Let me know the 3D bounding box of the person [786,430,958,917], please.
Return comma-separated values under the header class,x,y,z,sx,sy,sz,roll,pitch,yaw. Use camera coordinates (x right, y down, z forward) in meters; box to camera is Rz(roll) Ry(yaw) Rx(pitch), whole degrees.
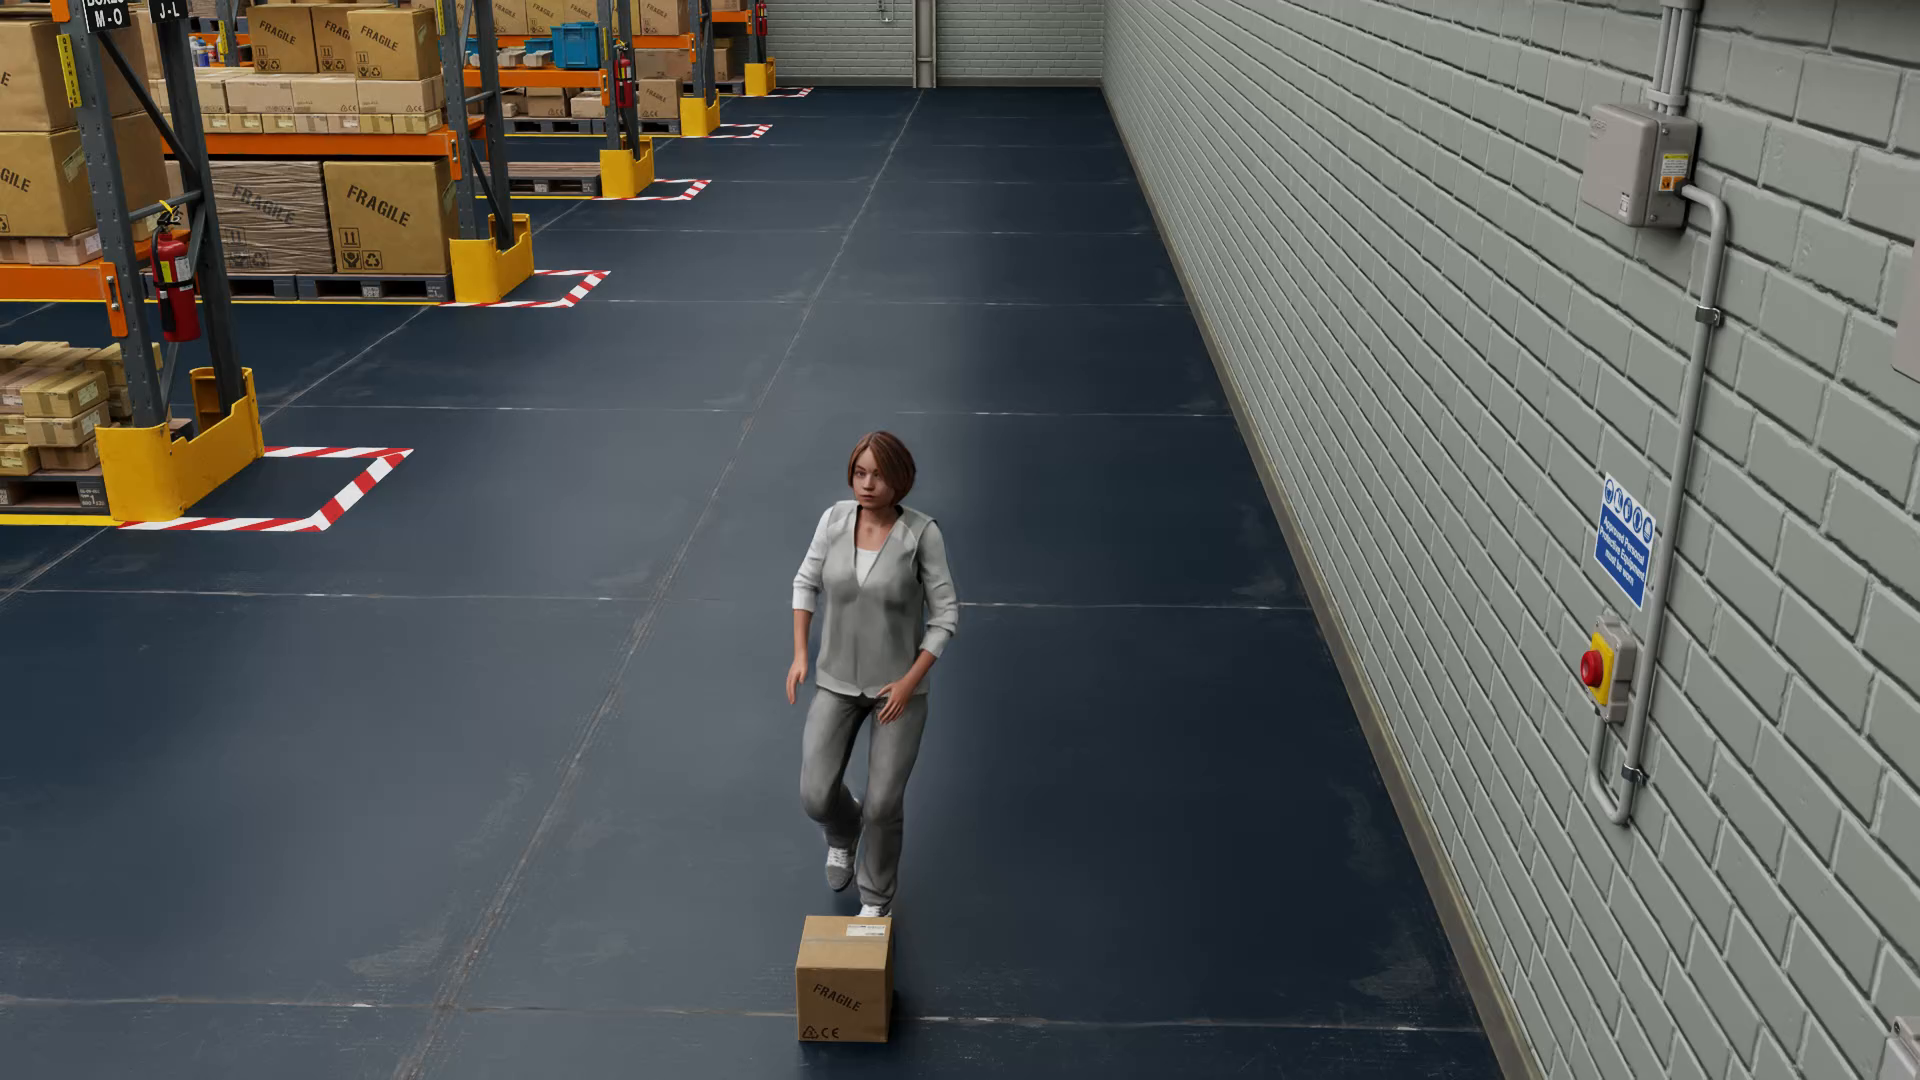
class,x,y,z,sx,sy,sz,roll,pitch,yaw
person,-0.279,0.452,4.956,0.528,1.560,0.468,4,21,10
